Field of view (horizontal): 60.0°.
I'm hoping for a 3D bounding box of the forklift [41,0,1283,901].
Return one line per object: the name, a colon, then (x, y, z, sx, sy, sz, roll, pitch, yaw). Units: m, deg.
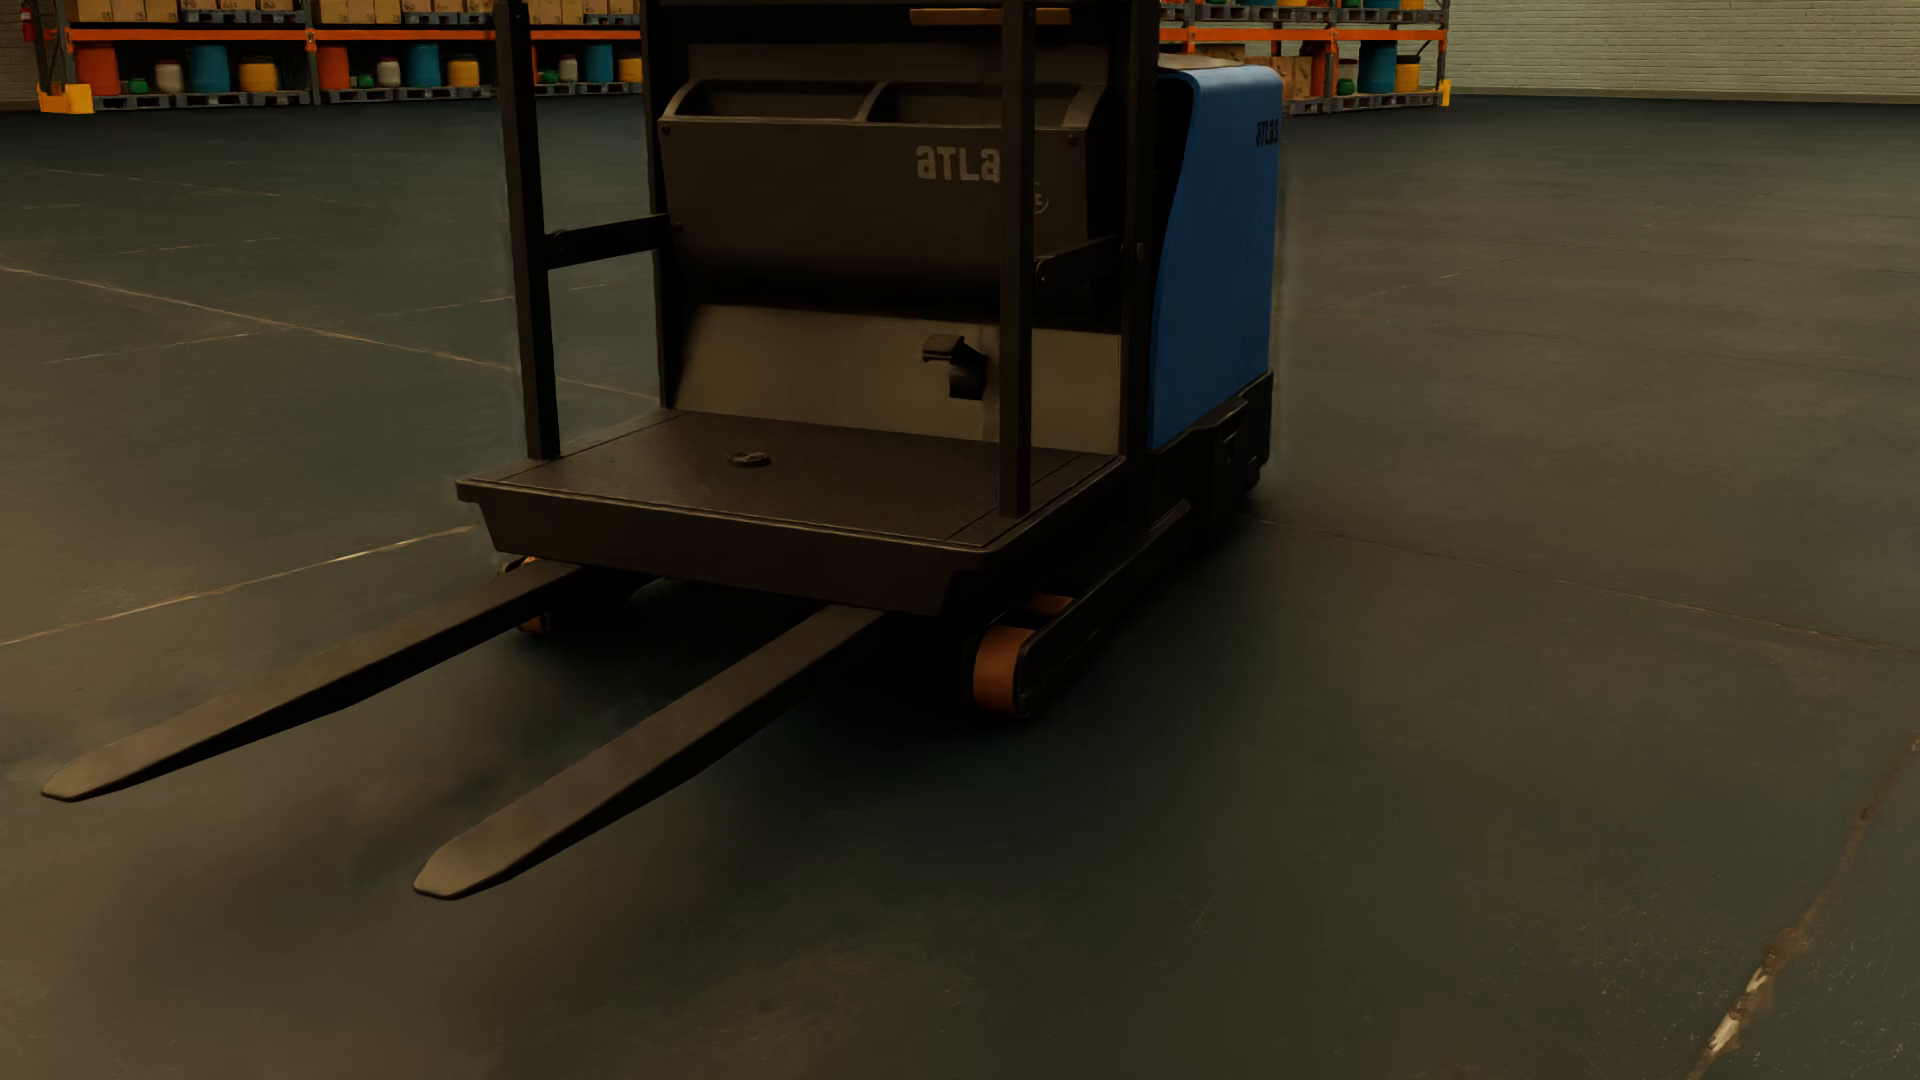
forklift: (-0.250, -1.230, 2.949, 1.130, 2.935, 3.031, 7, 18, 23)
